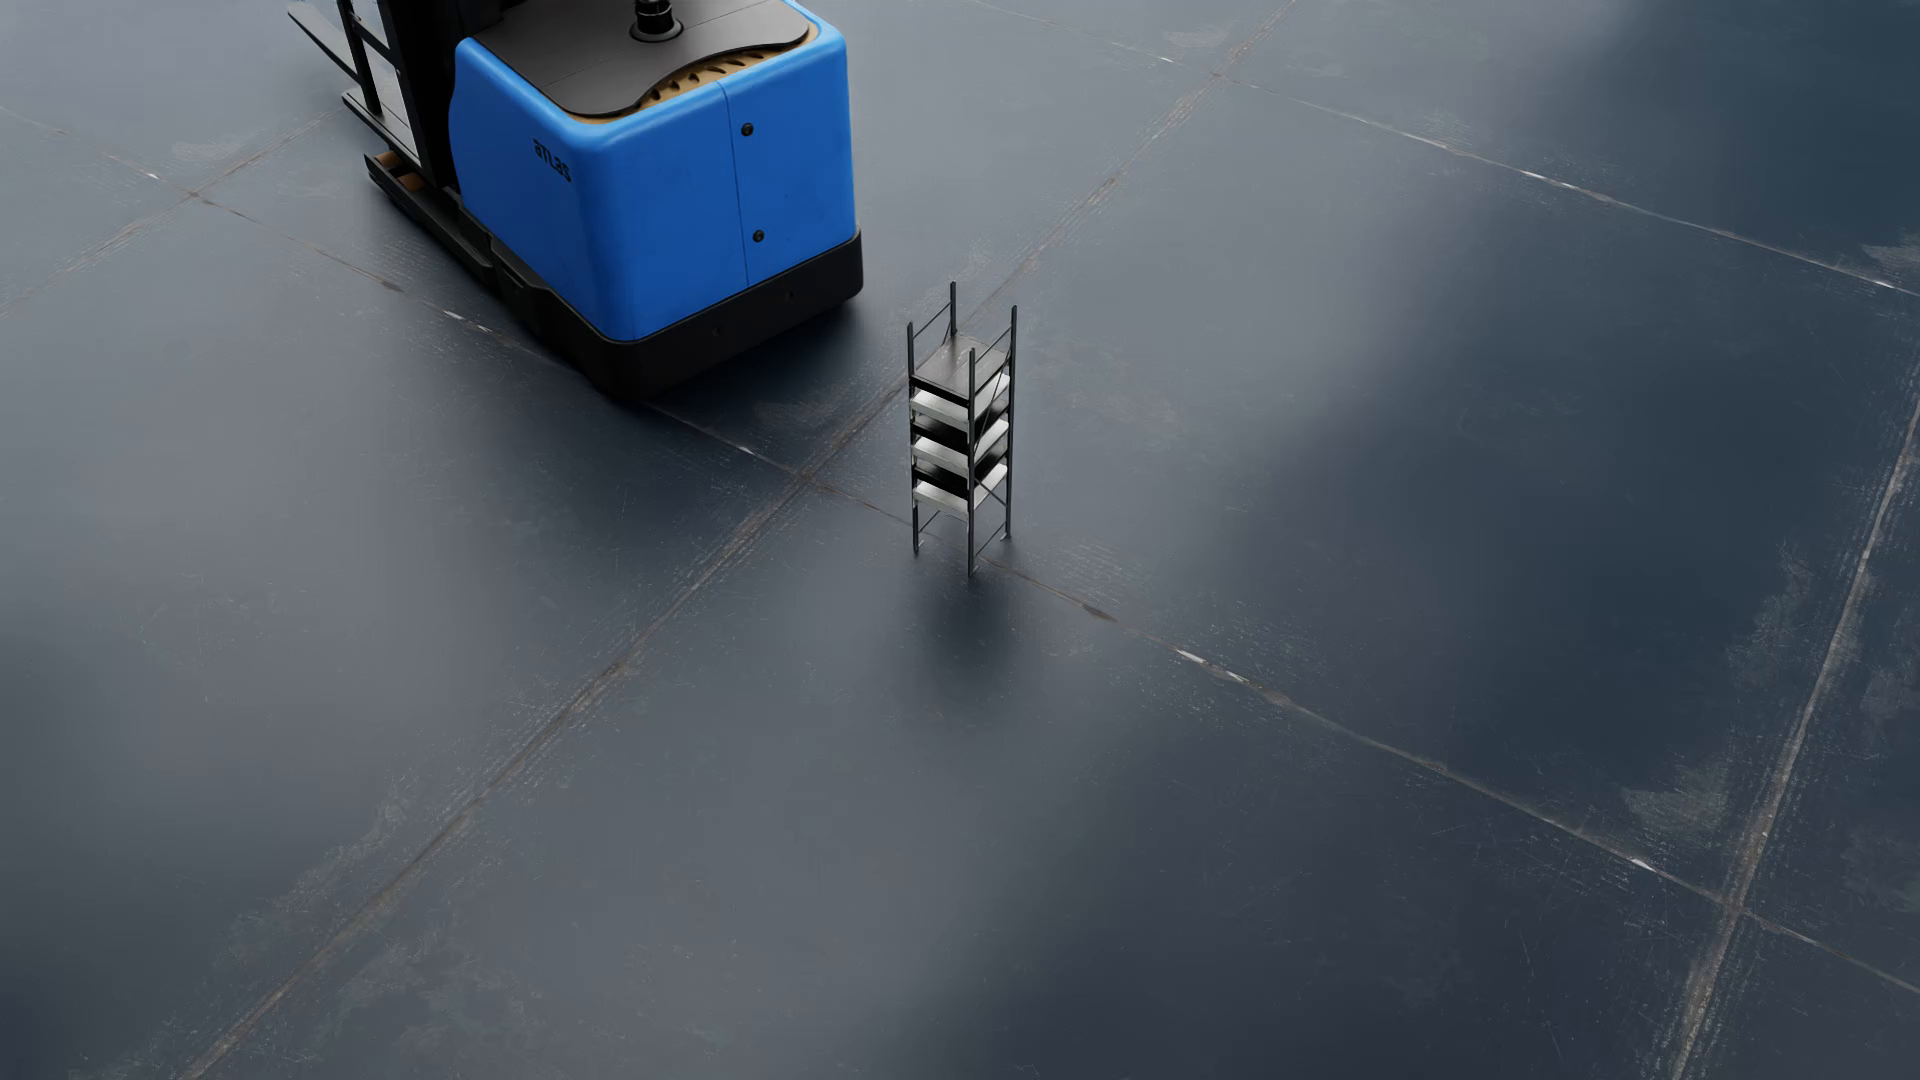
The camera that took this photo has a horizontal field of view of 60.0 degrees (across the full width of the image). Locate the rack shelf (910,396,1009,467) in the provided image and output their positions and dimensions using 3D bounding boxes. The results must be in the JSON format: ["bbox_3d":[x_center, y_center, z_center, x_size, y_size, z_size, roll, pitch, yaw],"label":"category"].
[{"bbox_3d":[0.007,-0.350,4.887,0.200,0.077,0.258,25,51,22],"label":"rack shelf"}]

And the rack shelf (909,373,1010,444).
[{"bbox_3d":[0.007,-0.413,4.822,0.200,0.077,0.258,25,51,22],"label":"rack shelf"}]

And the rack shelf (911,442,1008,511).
[{"bbox_3d":[0.007,-0.225,5.016,0.200,0.077,0.258,25,51,22],"label":"rack shelf"}]

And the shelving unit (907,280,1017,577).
[{"bbox_3d":[0.007,-0.310,4.928,0.210,0.900,0.258,25,51,22],"label":"shelving unit"}]

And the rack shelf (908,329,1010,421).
[{"bbox_3d":[0.007,-0.475,4.758,0.200,0.077,0.258,25,51,22],"label":"rack shelf"}]

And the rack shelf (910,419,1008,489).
[{"bbox_3d":[0.007,-0.287,4.951,0.200,0.077,0.258,25,51,22],"label":"rack shelf"}]

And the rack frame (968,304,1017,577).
[{"bbox_3d":[0.092,-0.271,4.889,0.006,0.900,0.240,25,51,22],"label":"rack frame"}]

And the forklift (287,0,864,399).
[{"bbox_3d":[-1.681,-2.488,5.628,1.130,2.935,3.031,-31,53,-27],"label":"forklift"}]

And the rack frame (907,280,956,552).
[{"bbox_3d":[-0.079,-0.350,4.966,0.006,0.900,0.240,25,51,22],"label":"rack frame"}]

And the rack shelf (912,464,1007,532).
[{"bbox_3d":[0.007,-0.162,5.081,0.200,0.077,0.258,25,51,22],"label":"rack shelf"}]
